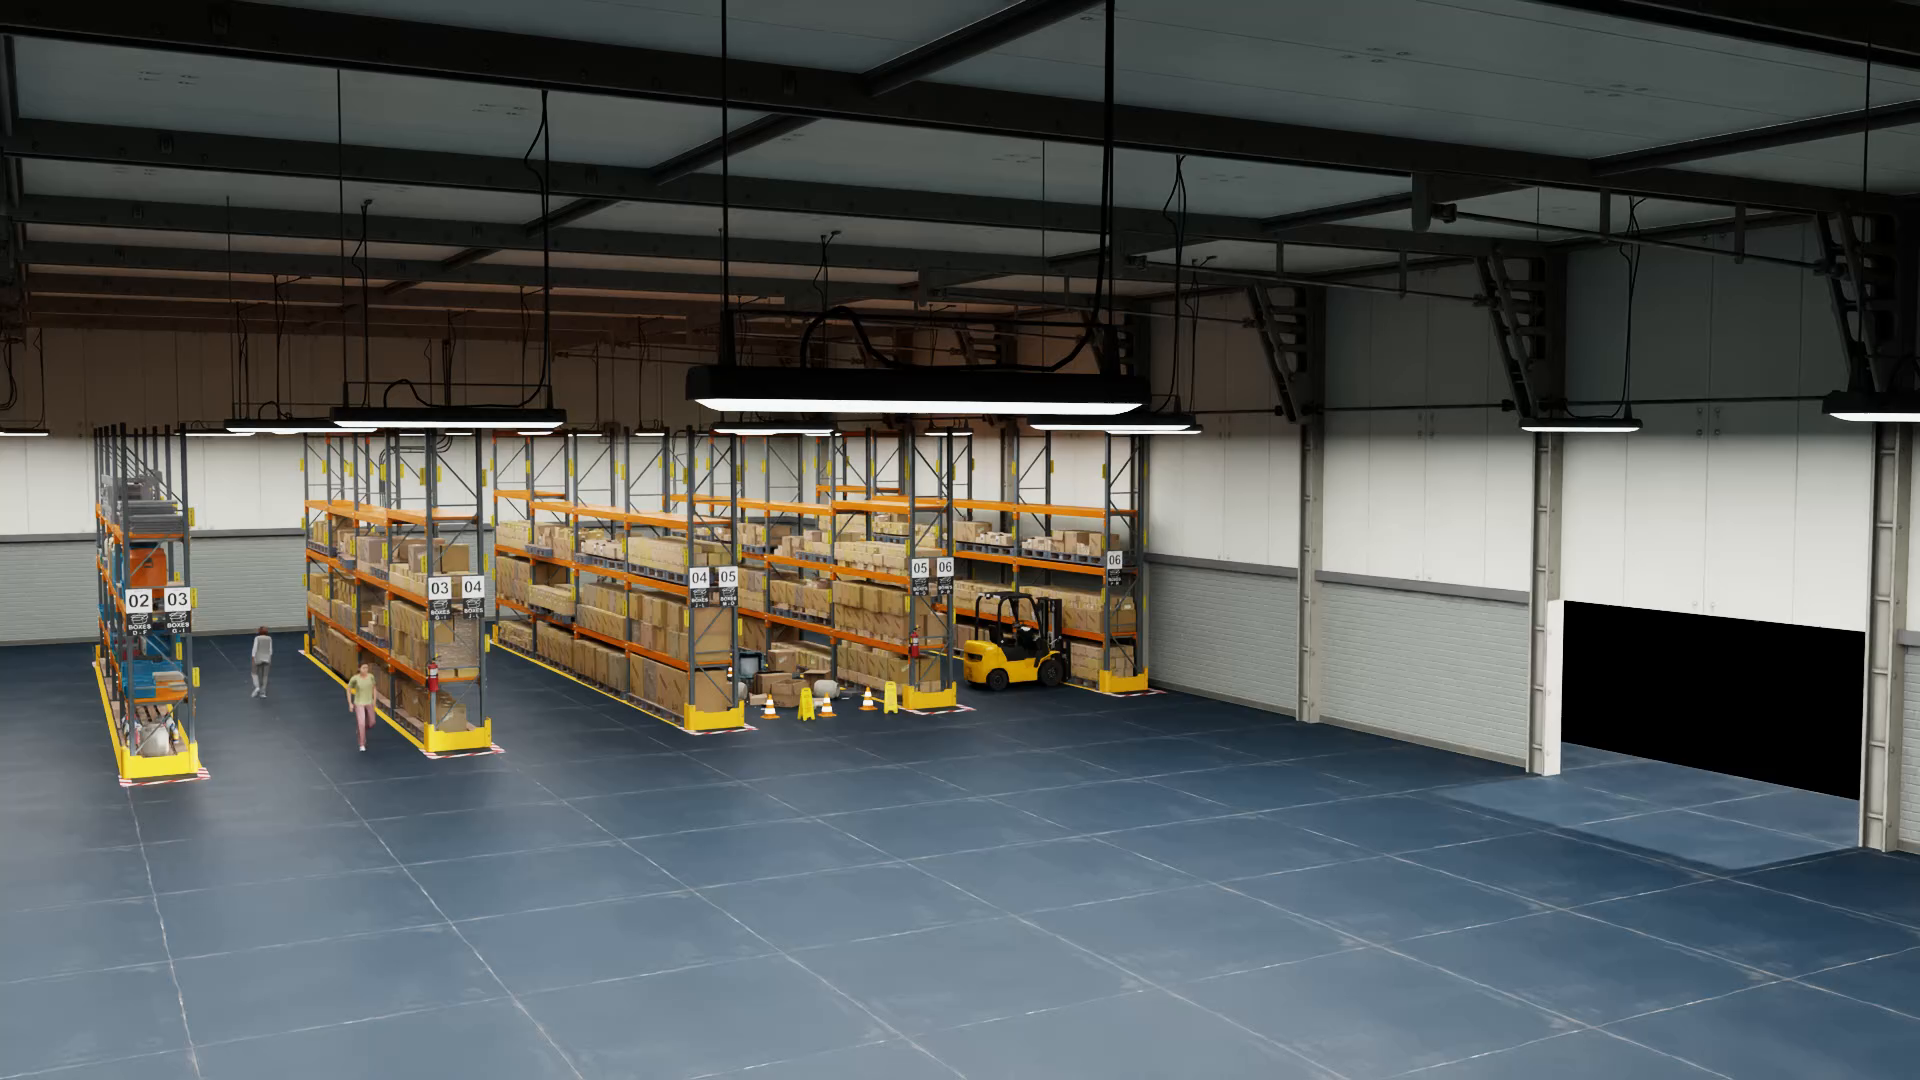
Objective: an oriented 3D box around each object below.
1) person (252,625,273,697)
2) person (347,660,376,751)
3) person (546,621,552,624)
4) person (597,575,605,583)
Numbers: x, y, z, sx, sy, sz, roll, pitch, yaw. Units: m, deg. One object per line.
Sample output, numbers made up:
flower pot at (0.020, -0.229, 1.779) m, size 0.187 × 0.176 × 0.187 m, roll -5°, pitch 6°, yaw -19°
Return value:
person at (-15.442, 2.709, 36.786) m, size 0.474 × 1.554 × 0.422 m, roll -2°, pitch 4°, yaw -32°
person at (-11.089, 3.042, 30.790) m, size 0.535 × 1.653 × 0.640 m, roll -3°, pitch 5°, yaw -41°
person at (-12.514, 1.835, 50.679) m, size 0.508 × 1.634 × 0.802 m, roll 1°, pitch 3°, yaw 8°
person at (-10.549, 1.893, 48.864) m, size 0.702 × 1.761 × 0.560 m, roll -2°, pitch 4°, yaw -32°
